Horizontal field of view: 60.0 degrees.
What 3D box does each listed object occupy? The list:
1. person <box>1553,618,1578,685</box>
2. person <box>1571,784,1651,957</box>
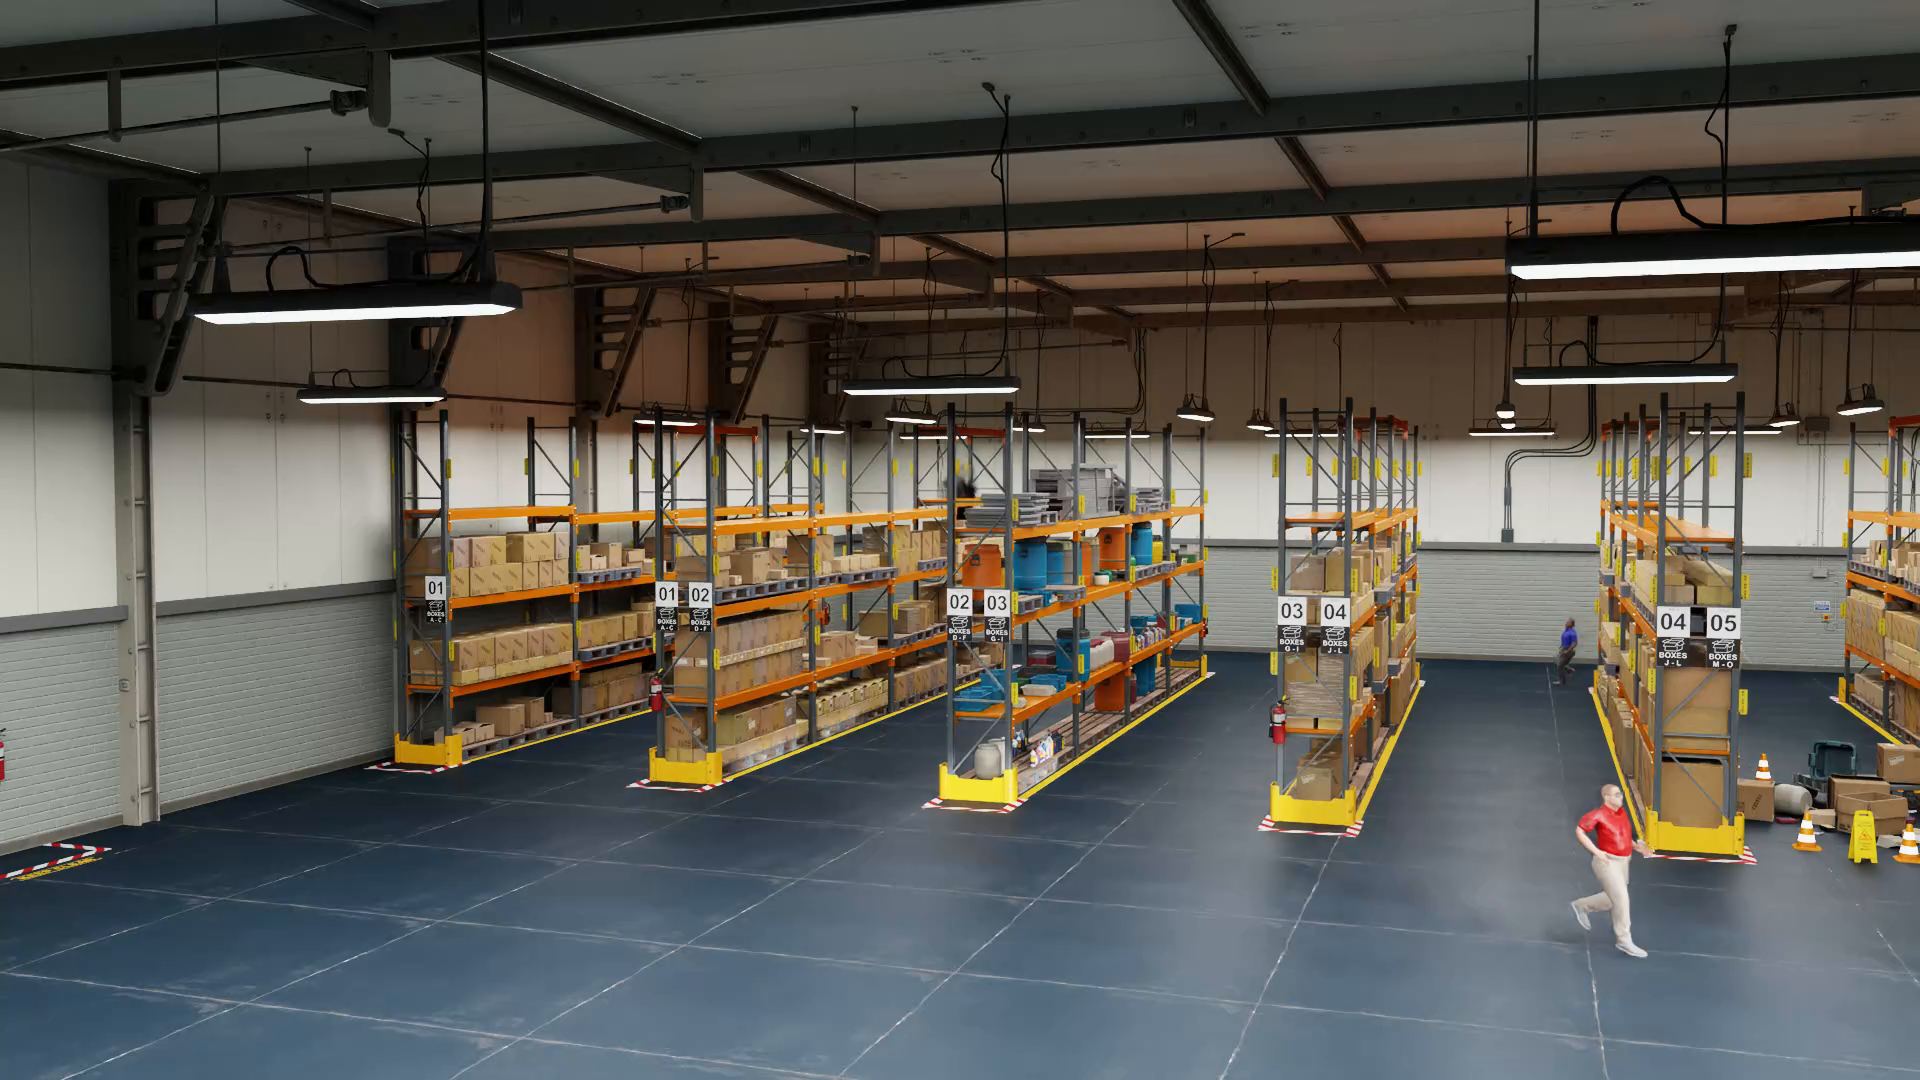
[{"bbox_3d":[13.977,2.580,38.226,0.523,1.566,0.611,0,2,-7],"label":"person"},{"bbox_3d":[6.773,3.411,17.387,0.657,1.731,0.903,-2,3,-39],"label":"person"}]
